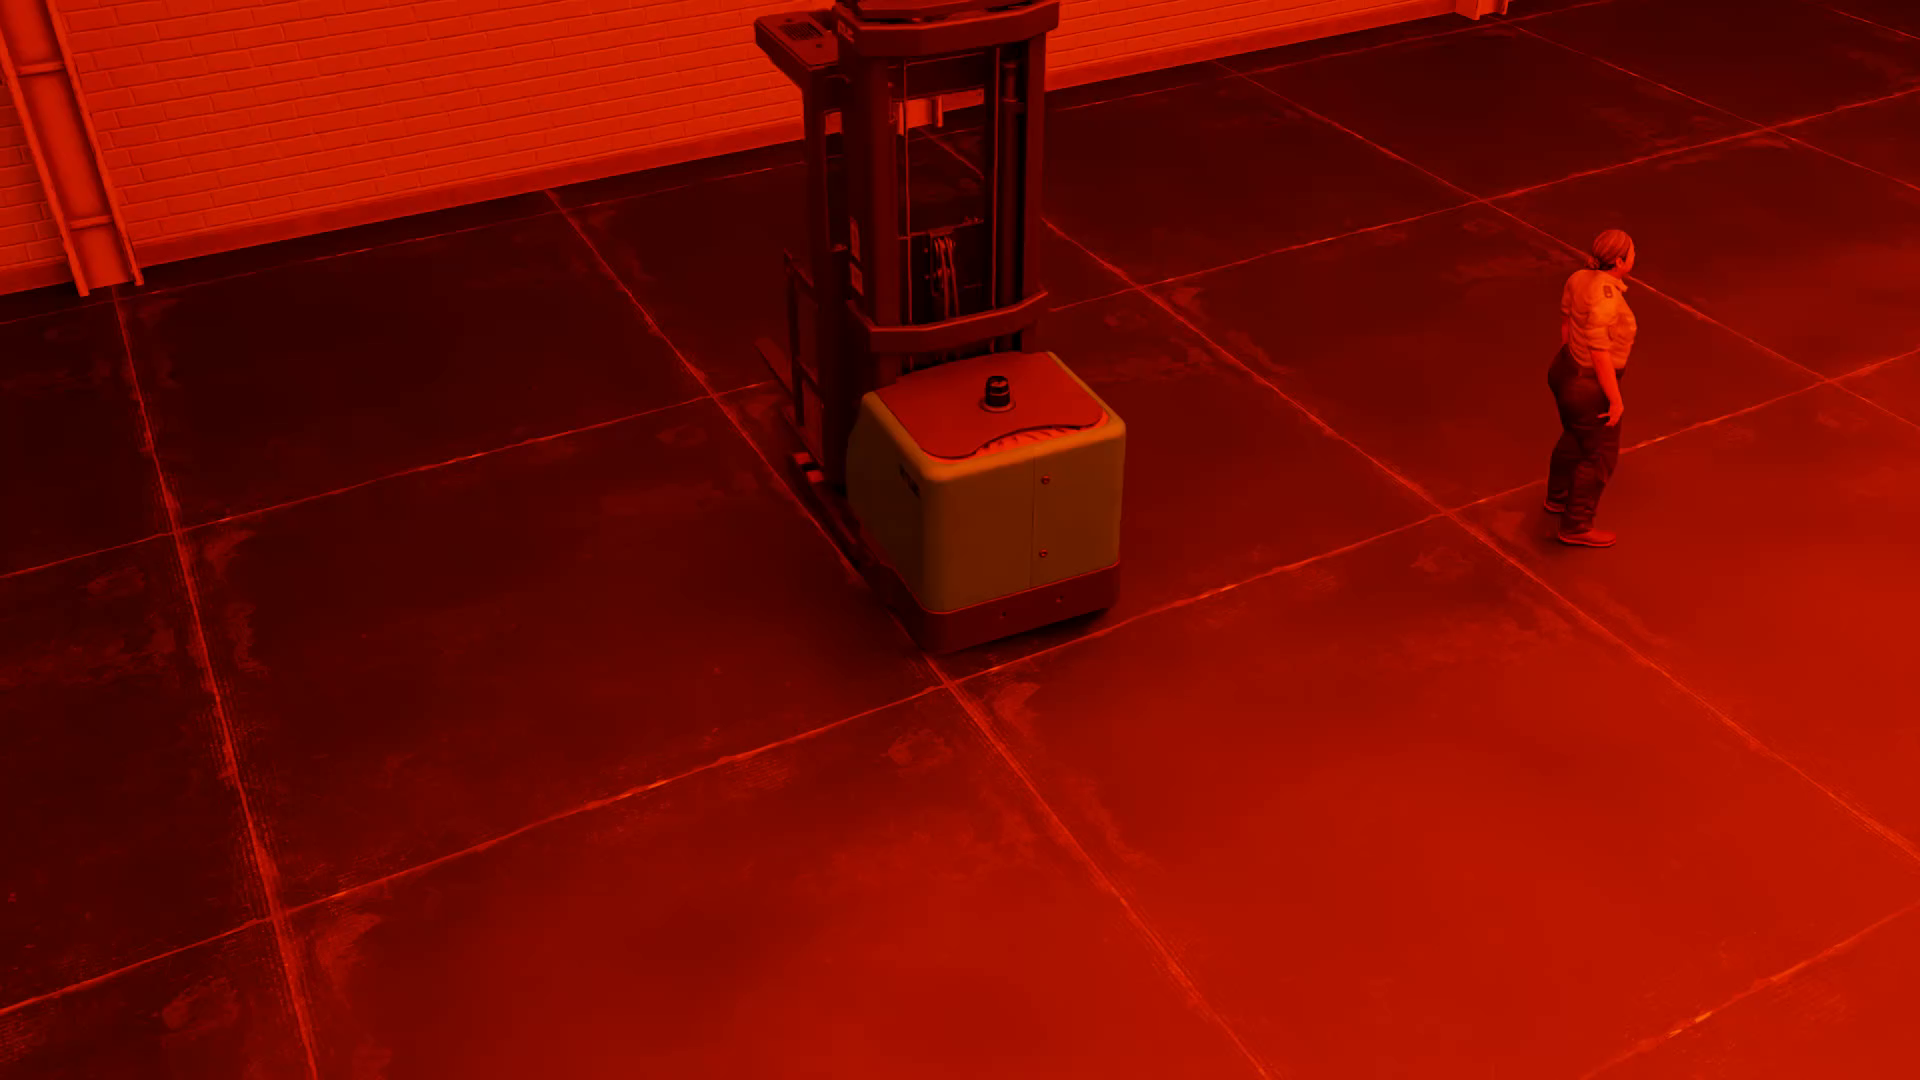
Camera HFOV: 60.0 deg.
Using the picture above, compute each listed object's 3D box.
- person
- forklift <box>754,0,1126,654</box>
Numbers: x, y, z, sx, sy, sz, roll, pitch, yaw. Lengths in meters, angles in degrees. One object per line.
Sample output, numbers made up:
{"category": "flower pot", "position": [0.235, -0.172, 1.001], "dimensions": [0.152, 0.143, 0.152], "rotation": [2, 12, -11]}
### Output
{"category": "person", "position": [3.195, -0.771, 8.339], "dimensions": [0.434, 1.668, 0.559], "rotation": [-1, 35, -1]}
{"category": "forklift", "position": [-0.297, -1.504, 8.251], "dimensions": [1.130, 2.935, 3.031], "rotation": [-15, 38, -20]}
